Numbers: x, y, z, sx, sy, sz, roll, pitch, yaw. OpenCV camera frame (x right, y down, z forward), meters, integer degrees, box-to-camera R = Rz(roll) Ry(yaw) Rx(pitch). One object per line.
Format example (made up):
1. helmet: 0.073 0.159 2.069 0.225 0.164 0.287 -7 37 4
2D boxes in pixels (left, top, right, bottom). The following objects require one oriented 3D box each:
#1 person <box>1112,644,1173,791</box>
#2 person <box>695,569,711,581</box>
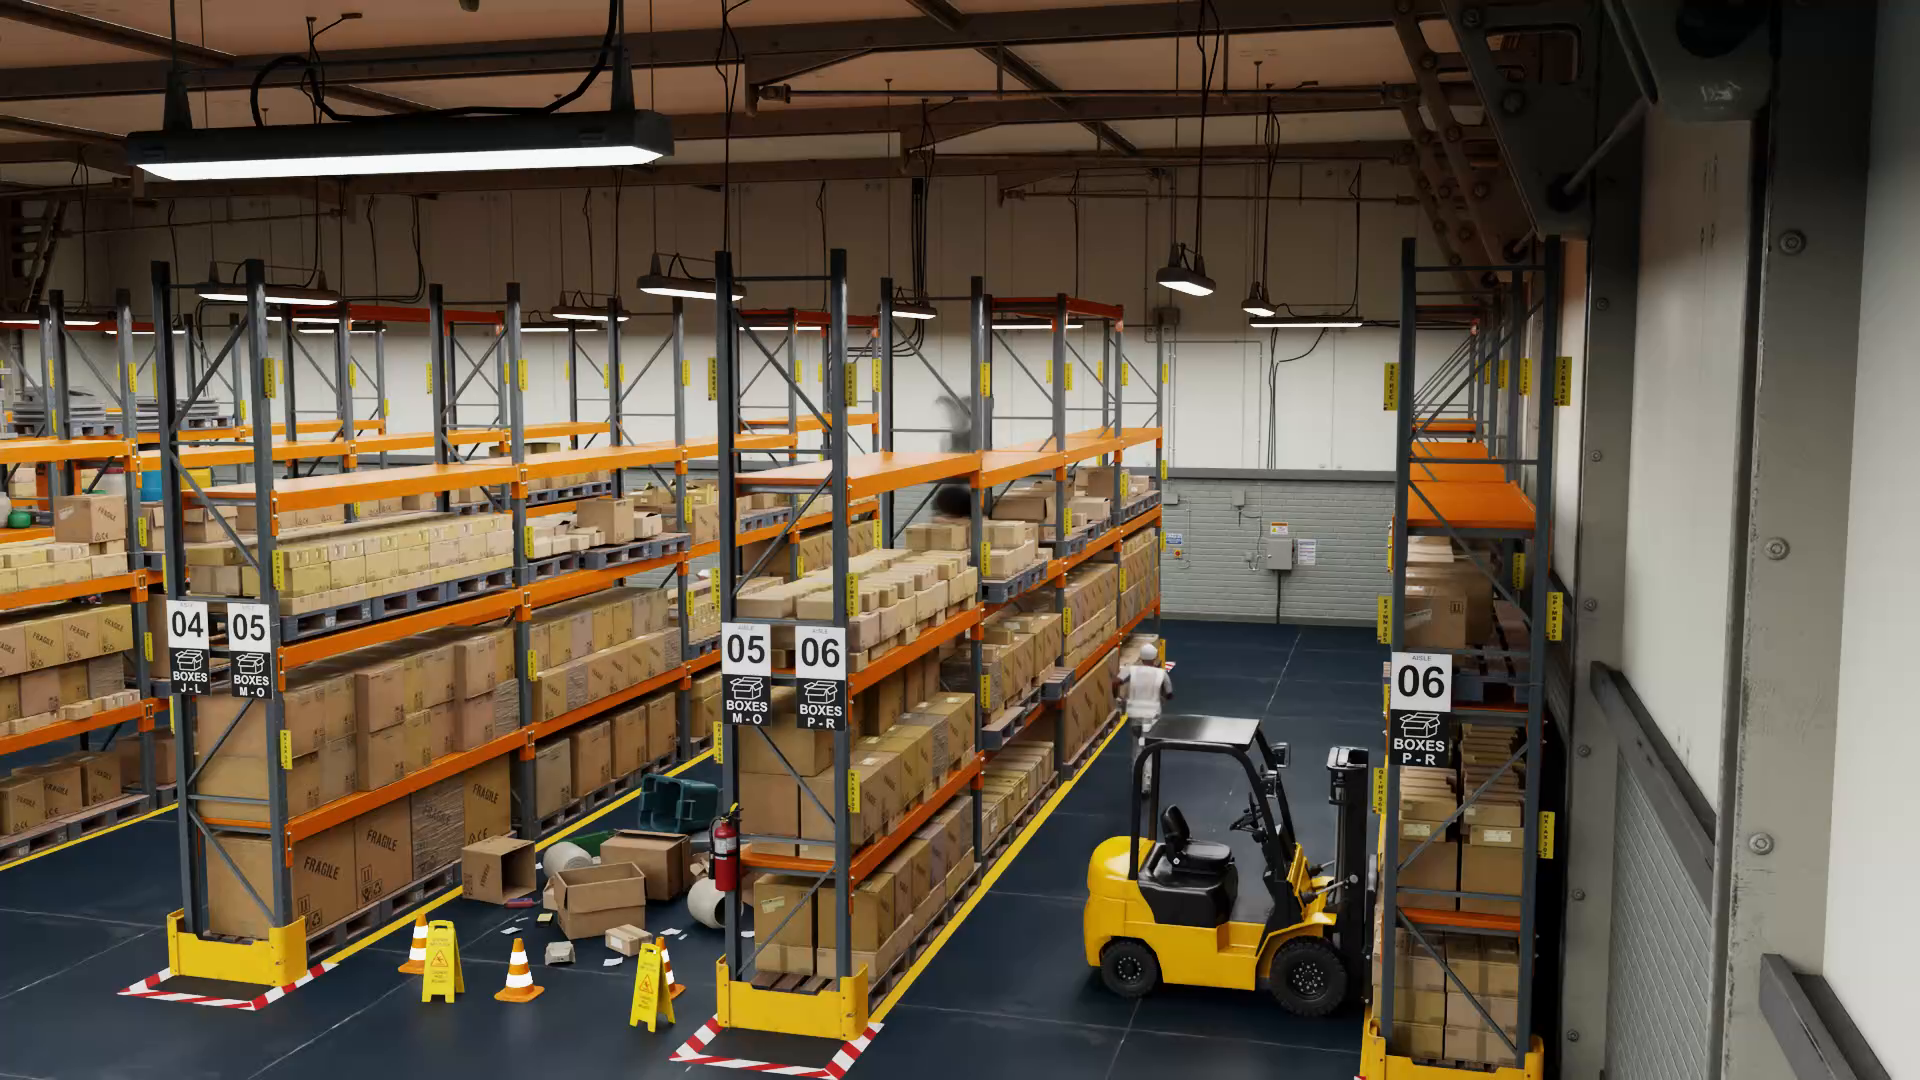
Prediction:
1. person: 2.218 2.150 20.152 0.692 1.796 0.888 2 6 18
2. person: -4.286 1.361 27.801 0.647 1.740 0.584 3 7 26
